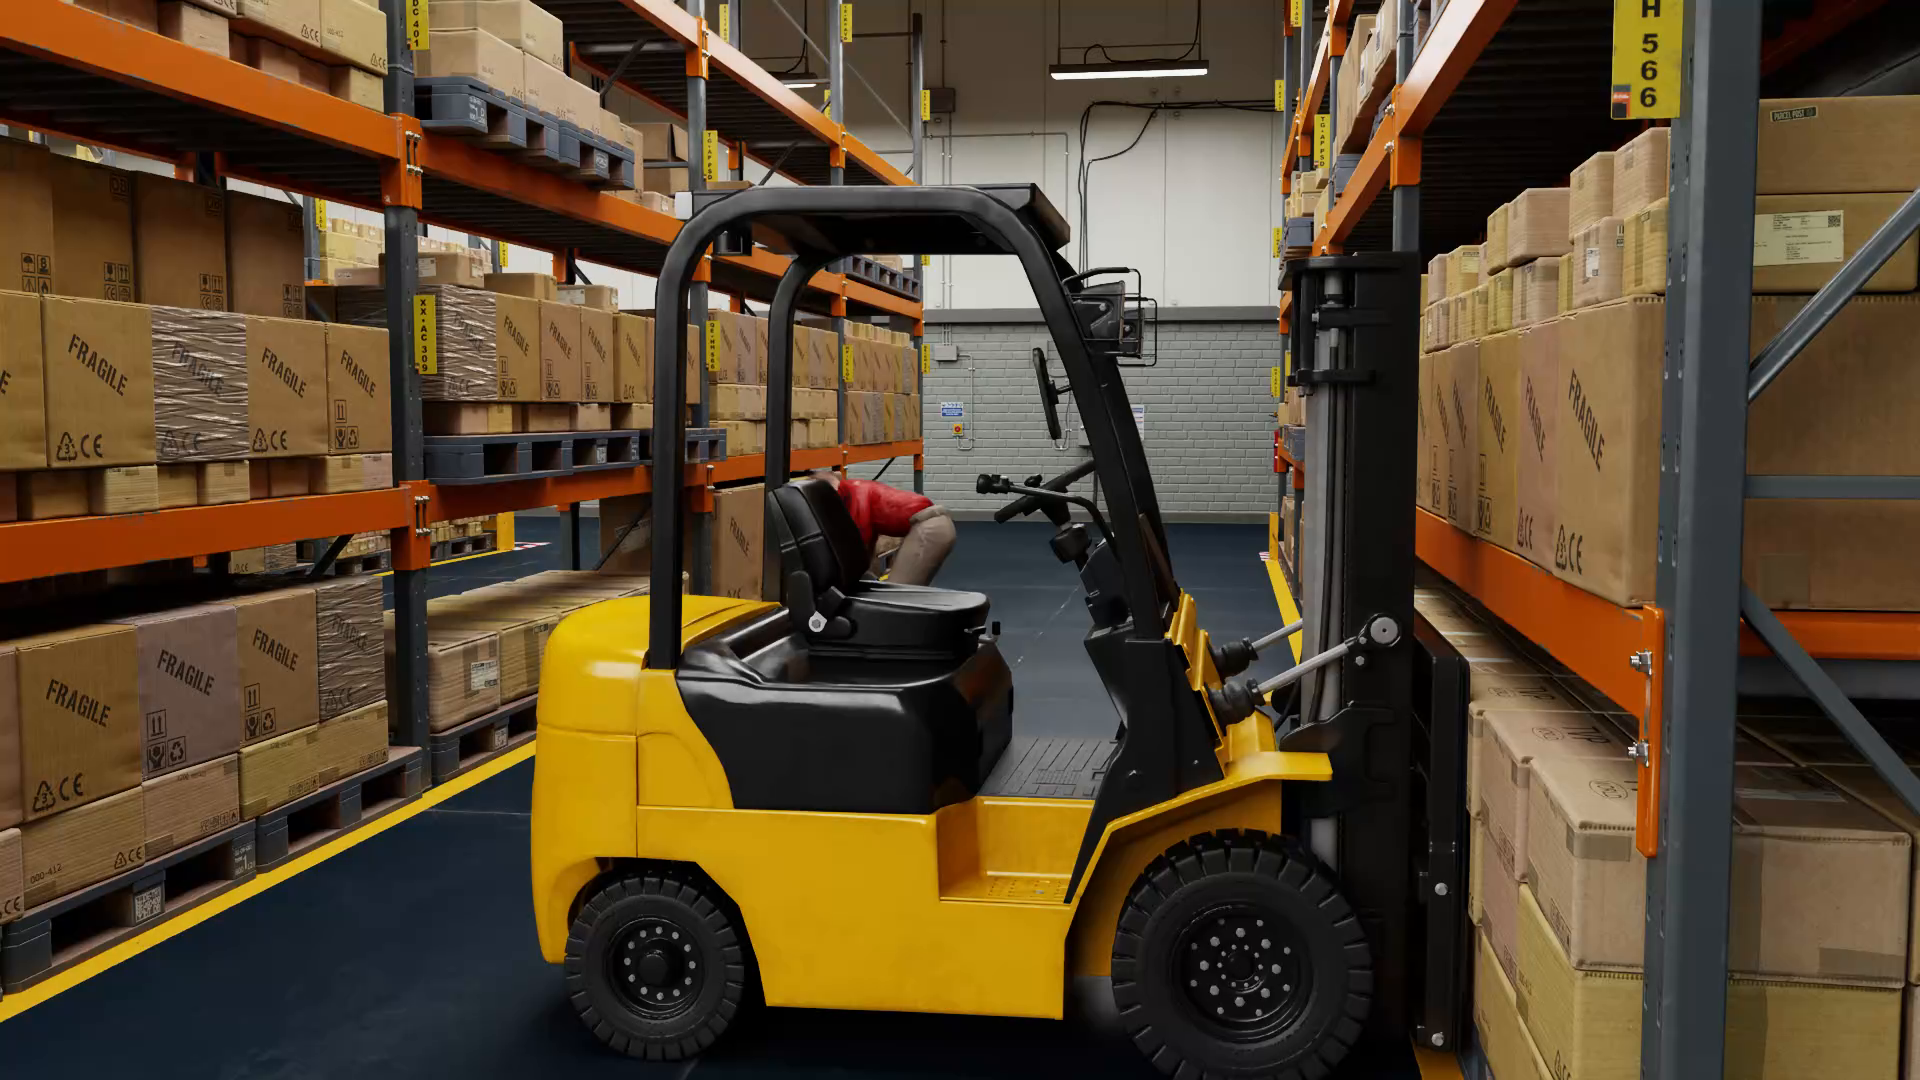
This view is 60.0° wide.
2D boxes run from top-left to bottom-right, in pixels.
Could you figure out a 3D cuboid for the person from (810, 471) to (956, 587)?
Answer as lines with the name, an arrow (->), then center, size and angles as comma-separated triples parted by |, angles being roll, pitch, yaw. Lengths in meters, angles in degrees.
person -> -0.492, 0.193, 10.394 | 0.925, 1.250, 0.482 | 1, 4, 7
